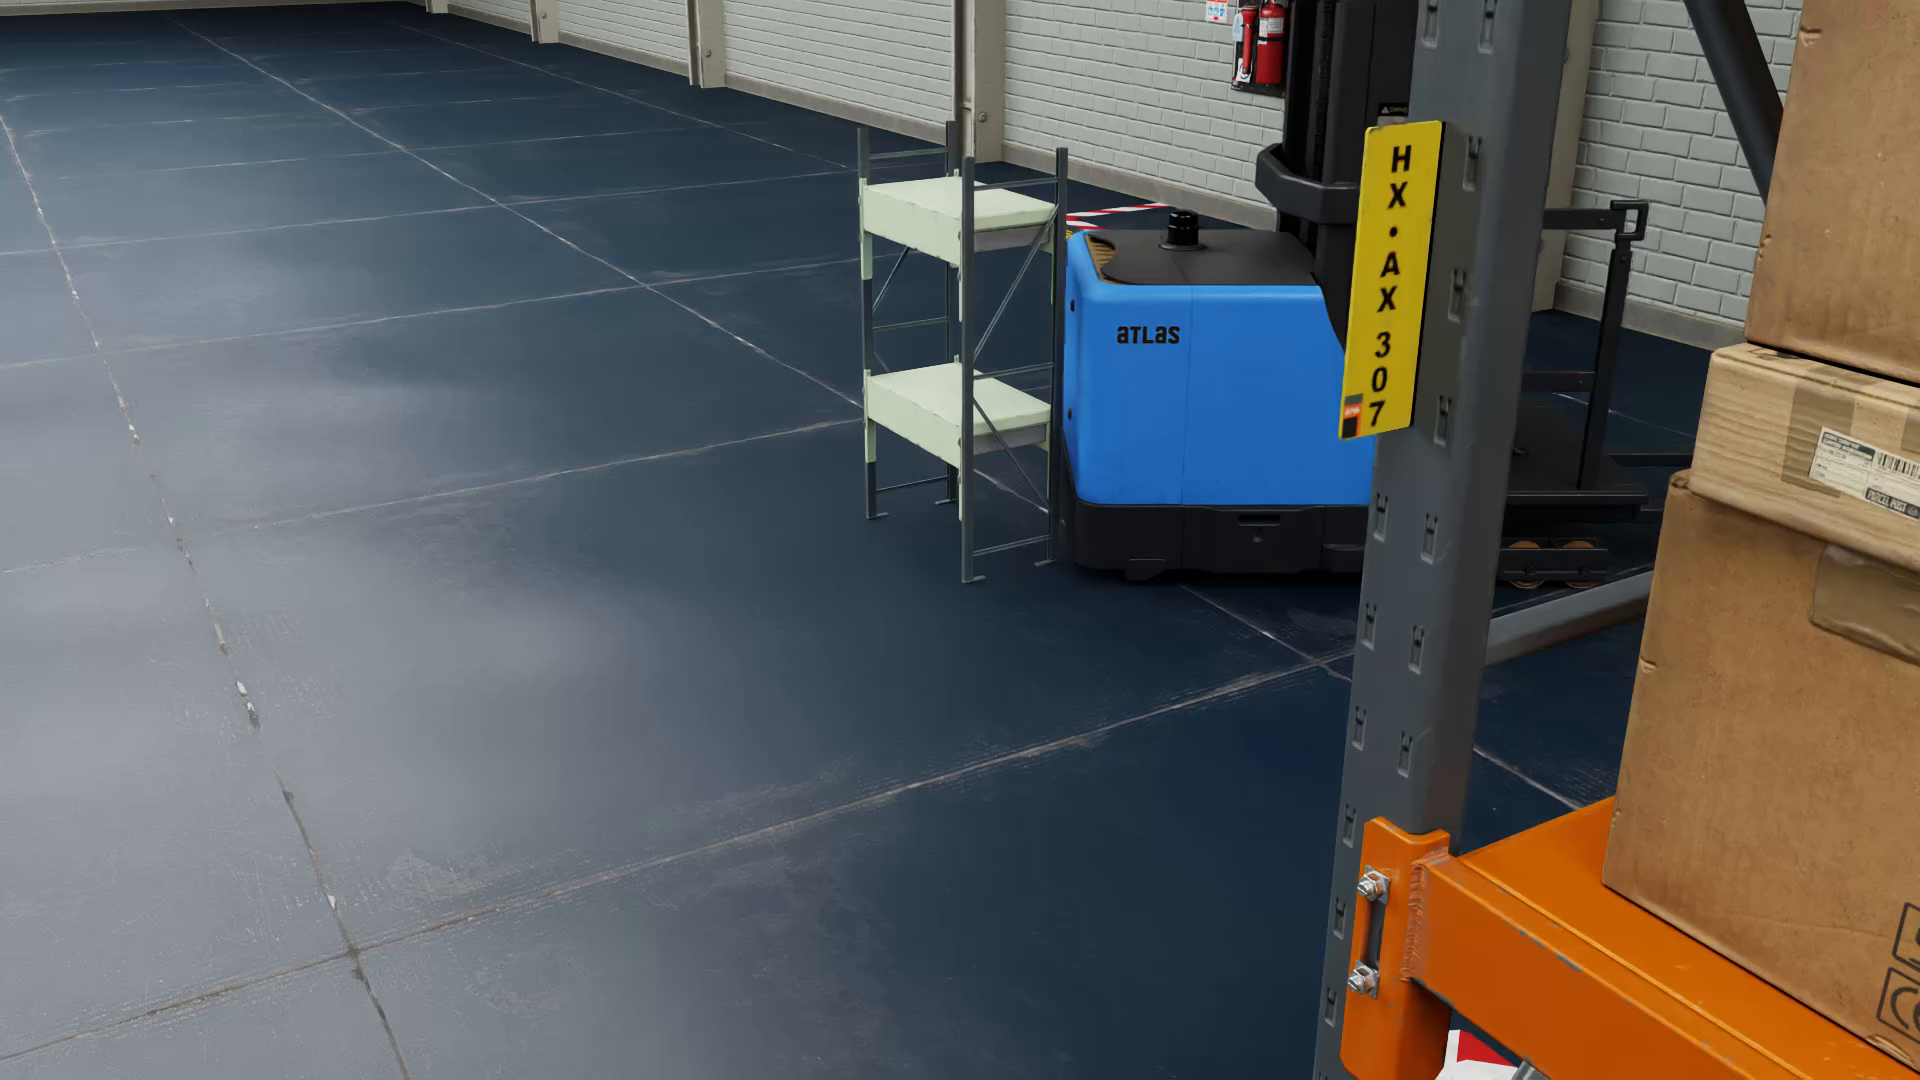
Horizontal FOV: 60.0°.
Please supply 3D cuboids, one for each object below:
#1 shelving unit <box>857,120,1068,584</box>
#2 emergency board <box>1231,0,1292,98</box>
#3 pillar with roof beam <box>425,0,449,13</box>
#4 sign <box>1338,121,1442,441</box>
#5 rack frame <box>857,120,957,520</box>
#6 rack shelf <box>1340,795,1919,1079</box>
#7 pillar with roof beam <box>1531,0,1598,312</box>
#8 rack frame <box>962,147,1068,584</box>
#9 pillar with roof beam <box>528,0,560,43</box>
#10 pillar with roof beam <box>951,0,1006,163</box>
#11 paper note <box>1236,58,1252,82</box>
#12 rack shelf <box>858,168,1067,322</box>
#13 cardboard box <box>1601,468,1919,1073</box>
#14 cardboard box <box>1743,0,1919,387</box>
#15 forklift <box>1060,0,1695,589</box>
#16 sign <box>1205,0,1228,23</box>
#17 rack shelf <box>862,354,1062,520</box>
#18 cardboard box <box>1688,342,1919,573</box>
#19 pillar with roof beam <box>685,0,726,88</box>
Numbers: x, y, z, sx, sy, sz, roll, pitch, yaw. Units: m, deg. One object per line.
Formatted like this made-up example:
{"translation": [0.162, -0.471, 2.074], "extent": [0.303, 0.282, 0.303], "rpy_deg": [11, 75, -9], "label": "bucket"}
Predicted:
{"translation": [-0.003, -0.697, 6.034], "extent": [0.431, 1.500, 0.755], "rpy_deg": [-13, 25, -28], "label": "shelving unit"}
{"translation": [1.989, -3.576, 11.126], "extent": [0.194, 1.169, 0.643], "rpy_deg": [-13, 25, -28], "label": "emergency board"}
{"translation": [-12.742, -12.489, 25.087], "extent": [9.100, 9.000, 0.400], "rpy_deg": [-13, 25, -28], "label": "pillar with roof beam"}
{"translation": [0.445, -0.266, 1.727], "extent": [0.100, 0.325, 0.005], "rpy_deg": [-13, 25, -28], "label": "sign"}
{"translation": [-0.190, -0.815, 6.326], "extent": [0.400, 1.500, 0.023], "rpy_deg": [-13, 25, -28], "label": "rack frame"}
{"translation": [1.947, 1.048, 0.705], "extent": [1.077, 0.370, 4.000], "rpy_deg": [-13, 25, -28], "label": "rack shelf"}
{"translation": [-0.482, -4.720, 5.973], "extent": [9.100, 9.000, 0.400], "rpy_deg": [-13, 25, -28], "label": "pillar with roof beam"}
{"translation": [0.184, -0.578, 5.743], "extent": [0.400, 1.500, 0.023], "rpy_deg": [-13, 25, -28], "label": "rack frame"}
{"translation": [-9.677, -10.547, 20.309], "extent": [9.100, 9.000, 0.400], "rpy_deg": [-13, 25, -28], "label": "pillar with roof beam"}
{"translation": [-3.547, -6.662, 10.752], "extent": [9.100, 9.000, 0.400], "rpy_deg": [-13, 25, -28], "label": "pillar with roof beam"}
{"translation": [1.958, -3.239, 11.466], "extent": [0.016, 0.148, 0.142], "rpy_deg": [-13, 25, -28], "label": "paper note"}
{"translation": [-0.003, -1.058, 5.887], "extent": [0.431, 0.370, 0.720], "rpy_deg": [-13, 25, -28], "label": "rack shelf"}
{"translation": [1.153, 0.174, 1.766], "extent": [0.700, 0.500, 0.500], "rpy_deg": [-13, 25, -28], "label": "cardboard box"}
{"translation": [1.180, -0.409, 1.480], "extent": [0.700, 0.500, 0.500], "rpy_deg": [-13, 25, -28], "label": "cardboard box"}
{"translation": [1.913, -1.386, 5.828], "extent": [3.031, 2.935, 1.130], "rpy_deg": [0, 22, 0], "label": "forklift"}
{"translation": [1.795, -3.792, 11.609], "extent": [0.001, 0.329, 0.234], "rpy_deg": [-13, 25, -28], "label": "sign"}
{"translation": [-0.003, -0.395, 6.157], "extent": [0.431, 0.370, 0.720], "rpy_deg": [-13, 25, -28], "label": "rack shelf"}
{"translation": [0.941, -0.111, 1.607], "extent": [0.380, 0.149, 0.250], "rpy_deg": [-13, 25, -29], "label": "cardboard box"}
{"translation": [-6.612, -8.605, 15.530], "extent": [9.100, 9.000, 0.400], "rpy_deg": [-13, 25, -28], "label": "pillar with roof beam"}
